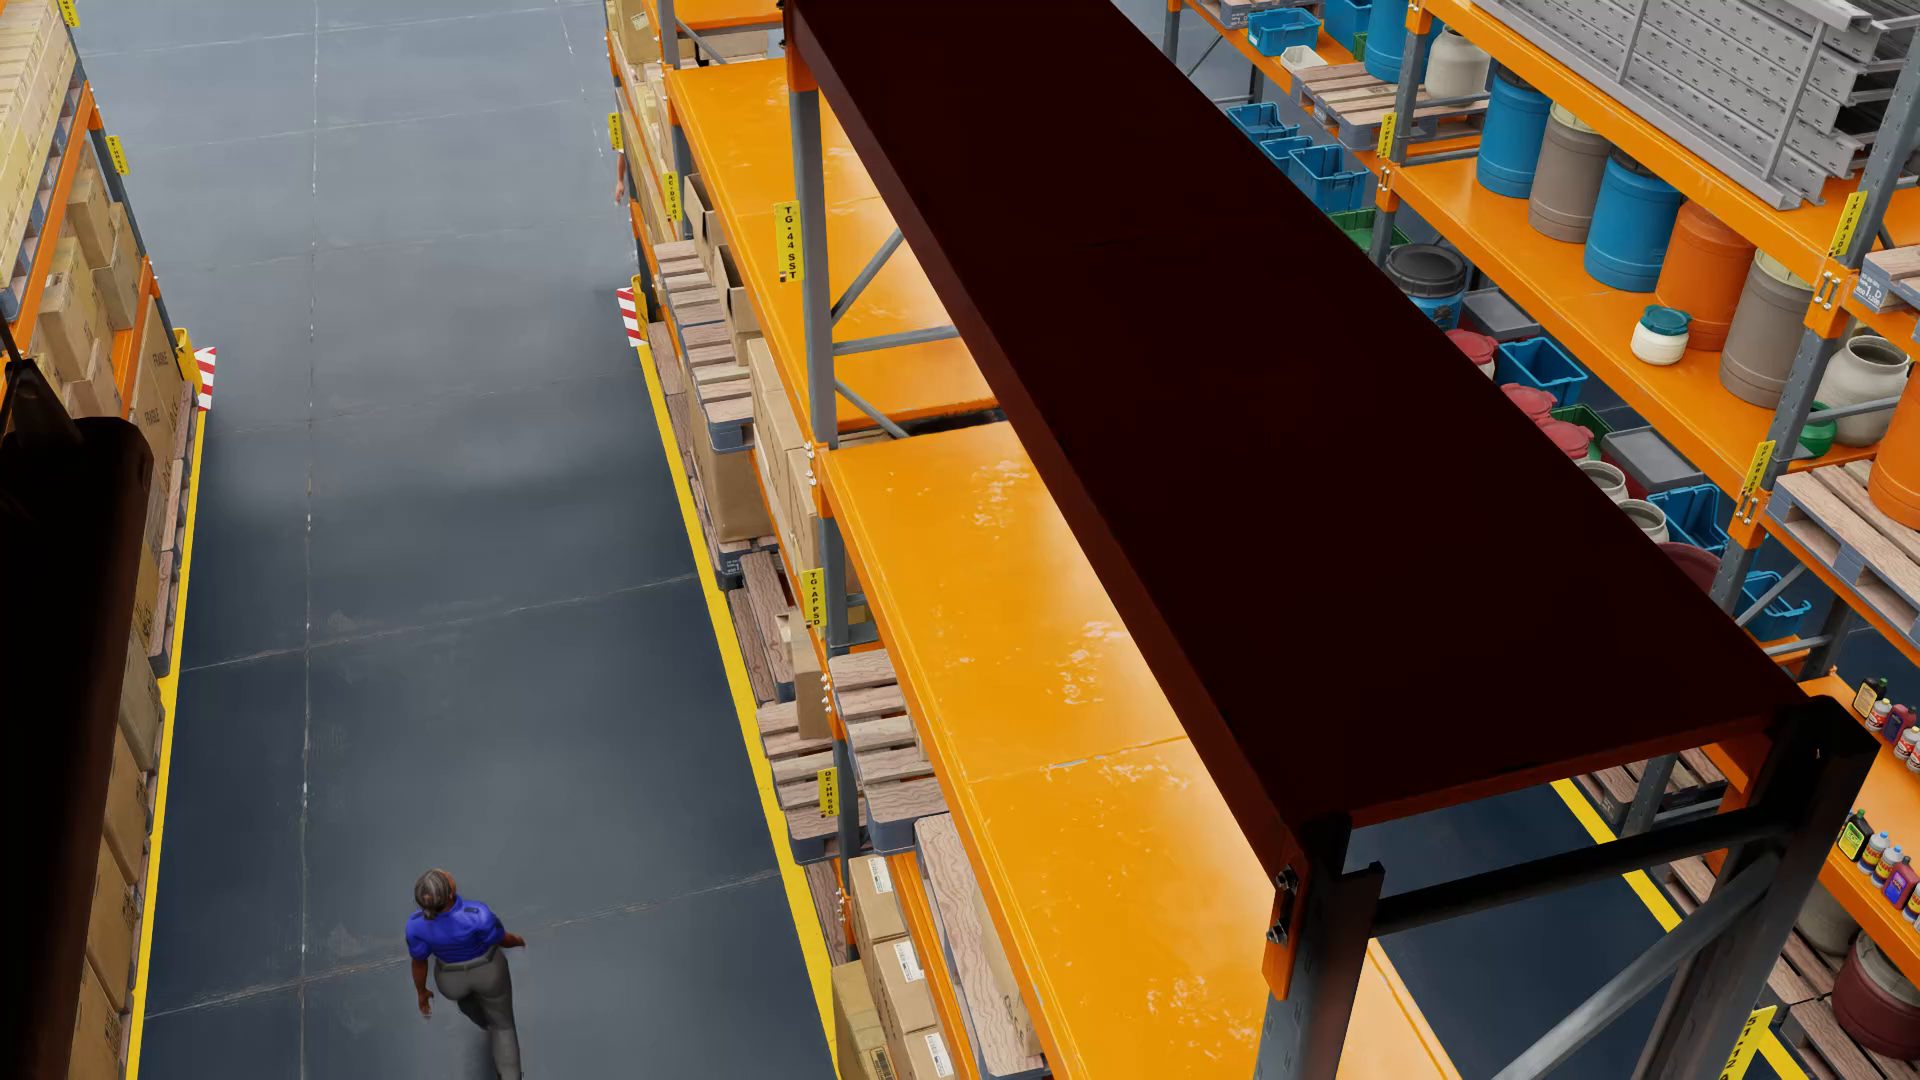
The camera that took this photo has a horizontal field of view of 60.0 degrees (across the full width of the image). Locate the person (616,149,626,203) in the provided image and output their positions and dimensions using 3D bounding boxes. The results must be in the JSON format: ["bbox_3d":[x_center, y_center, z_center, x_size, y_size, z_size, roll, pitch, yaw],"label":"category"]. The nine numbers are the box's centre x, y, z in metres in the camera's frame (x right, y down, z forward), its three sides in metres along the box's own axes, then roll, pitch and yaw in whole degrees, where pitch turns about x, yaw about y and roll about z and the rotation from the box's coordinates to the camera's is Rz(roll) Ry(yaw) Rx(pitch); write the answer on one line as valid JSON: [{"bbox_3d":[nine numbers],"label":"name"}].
[{"bbox_3d":[-2.912,-3.363,15.659,0.679,1.786,0.431,-17,41,-20],"label":"person"}]

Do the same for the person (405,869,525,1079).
[{"bbox_3d":[-2.516,2.193,8.530,0.548,1.596,0.984,-8,39,-10],"label":"person"}]
